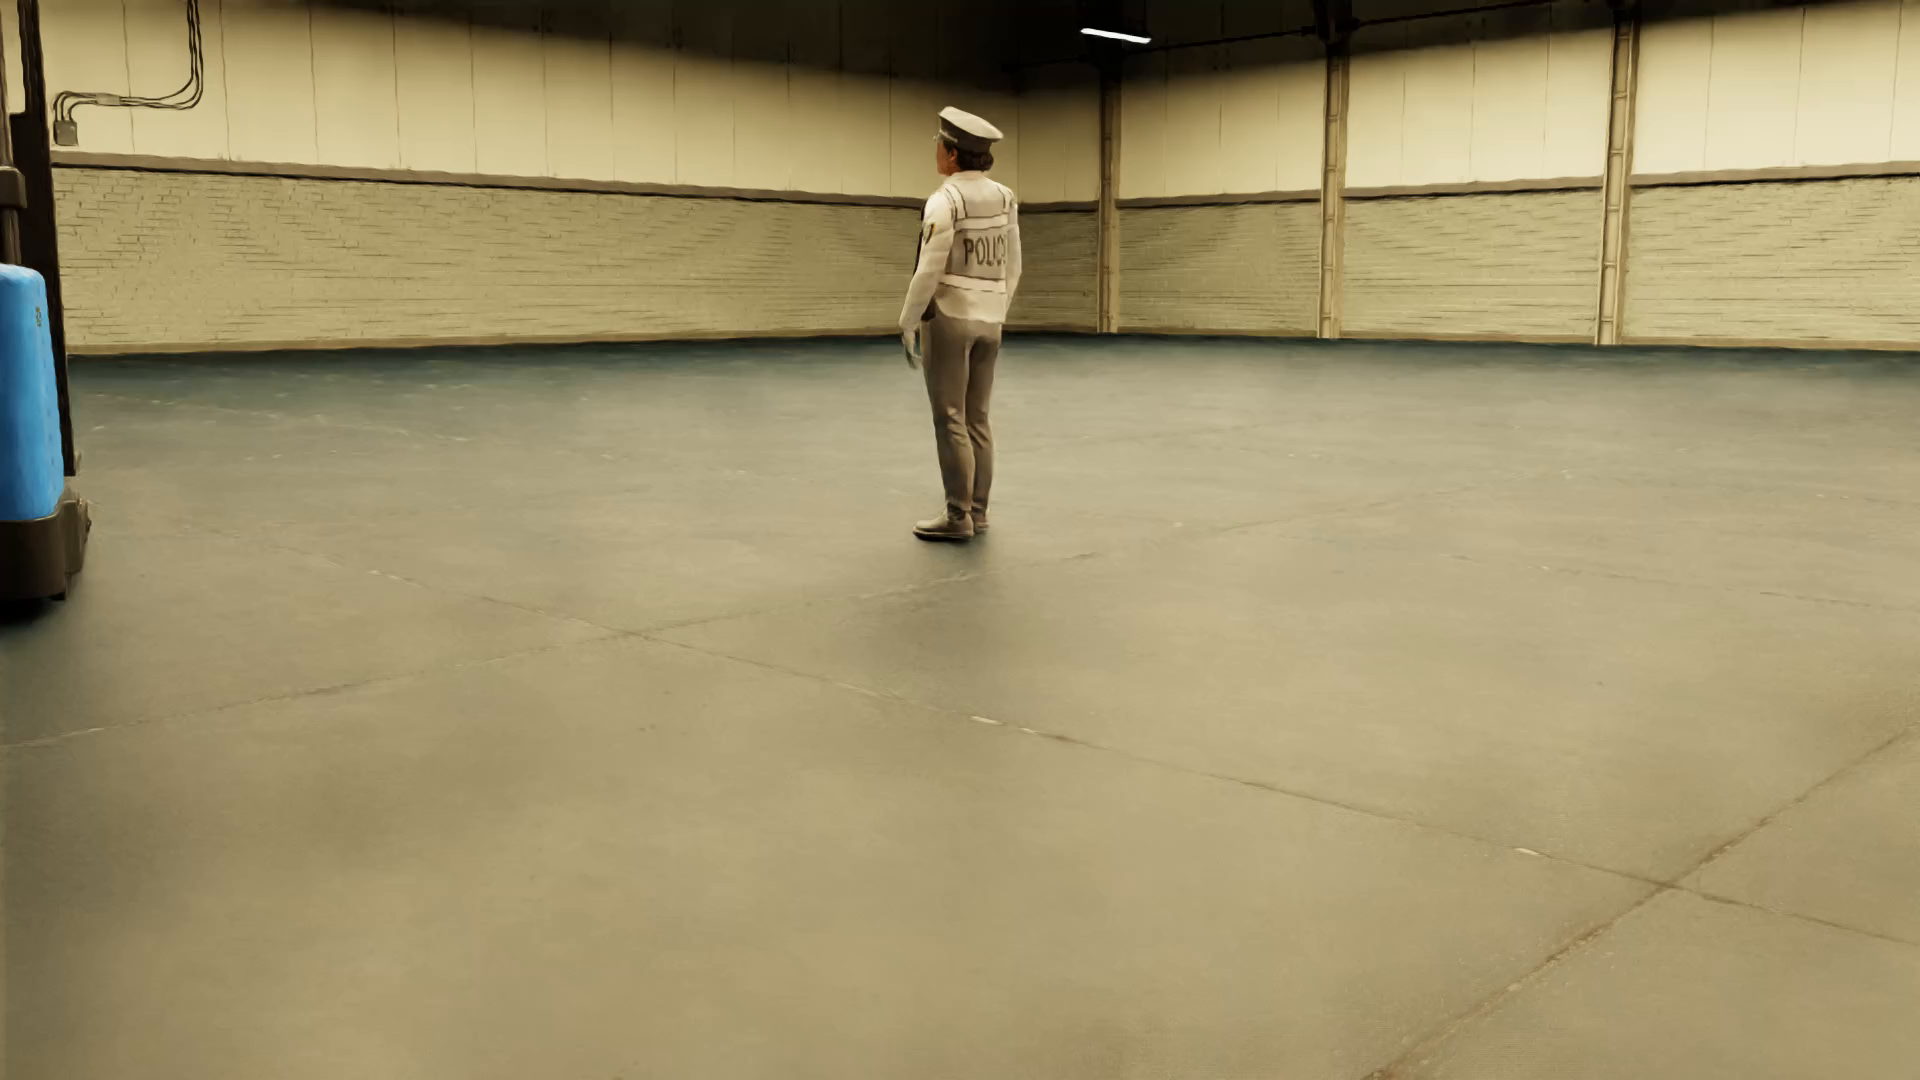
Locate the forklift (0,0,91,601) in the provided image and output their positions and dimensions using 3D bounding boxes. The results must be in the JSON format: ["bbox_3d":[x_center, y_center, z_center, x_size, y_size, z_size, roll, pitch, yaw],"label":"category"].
[{"bbox_3d":[-3.881,-1.373,5.994,1.130,2.935,3.031,-4,10,-26],"label":"forklift"}]

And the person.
[{"bbox_3d":[-0.044,-0.853,6.642,0.532,1.695,0.586,8,12,43],"label":"person"}]
